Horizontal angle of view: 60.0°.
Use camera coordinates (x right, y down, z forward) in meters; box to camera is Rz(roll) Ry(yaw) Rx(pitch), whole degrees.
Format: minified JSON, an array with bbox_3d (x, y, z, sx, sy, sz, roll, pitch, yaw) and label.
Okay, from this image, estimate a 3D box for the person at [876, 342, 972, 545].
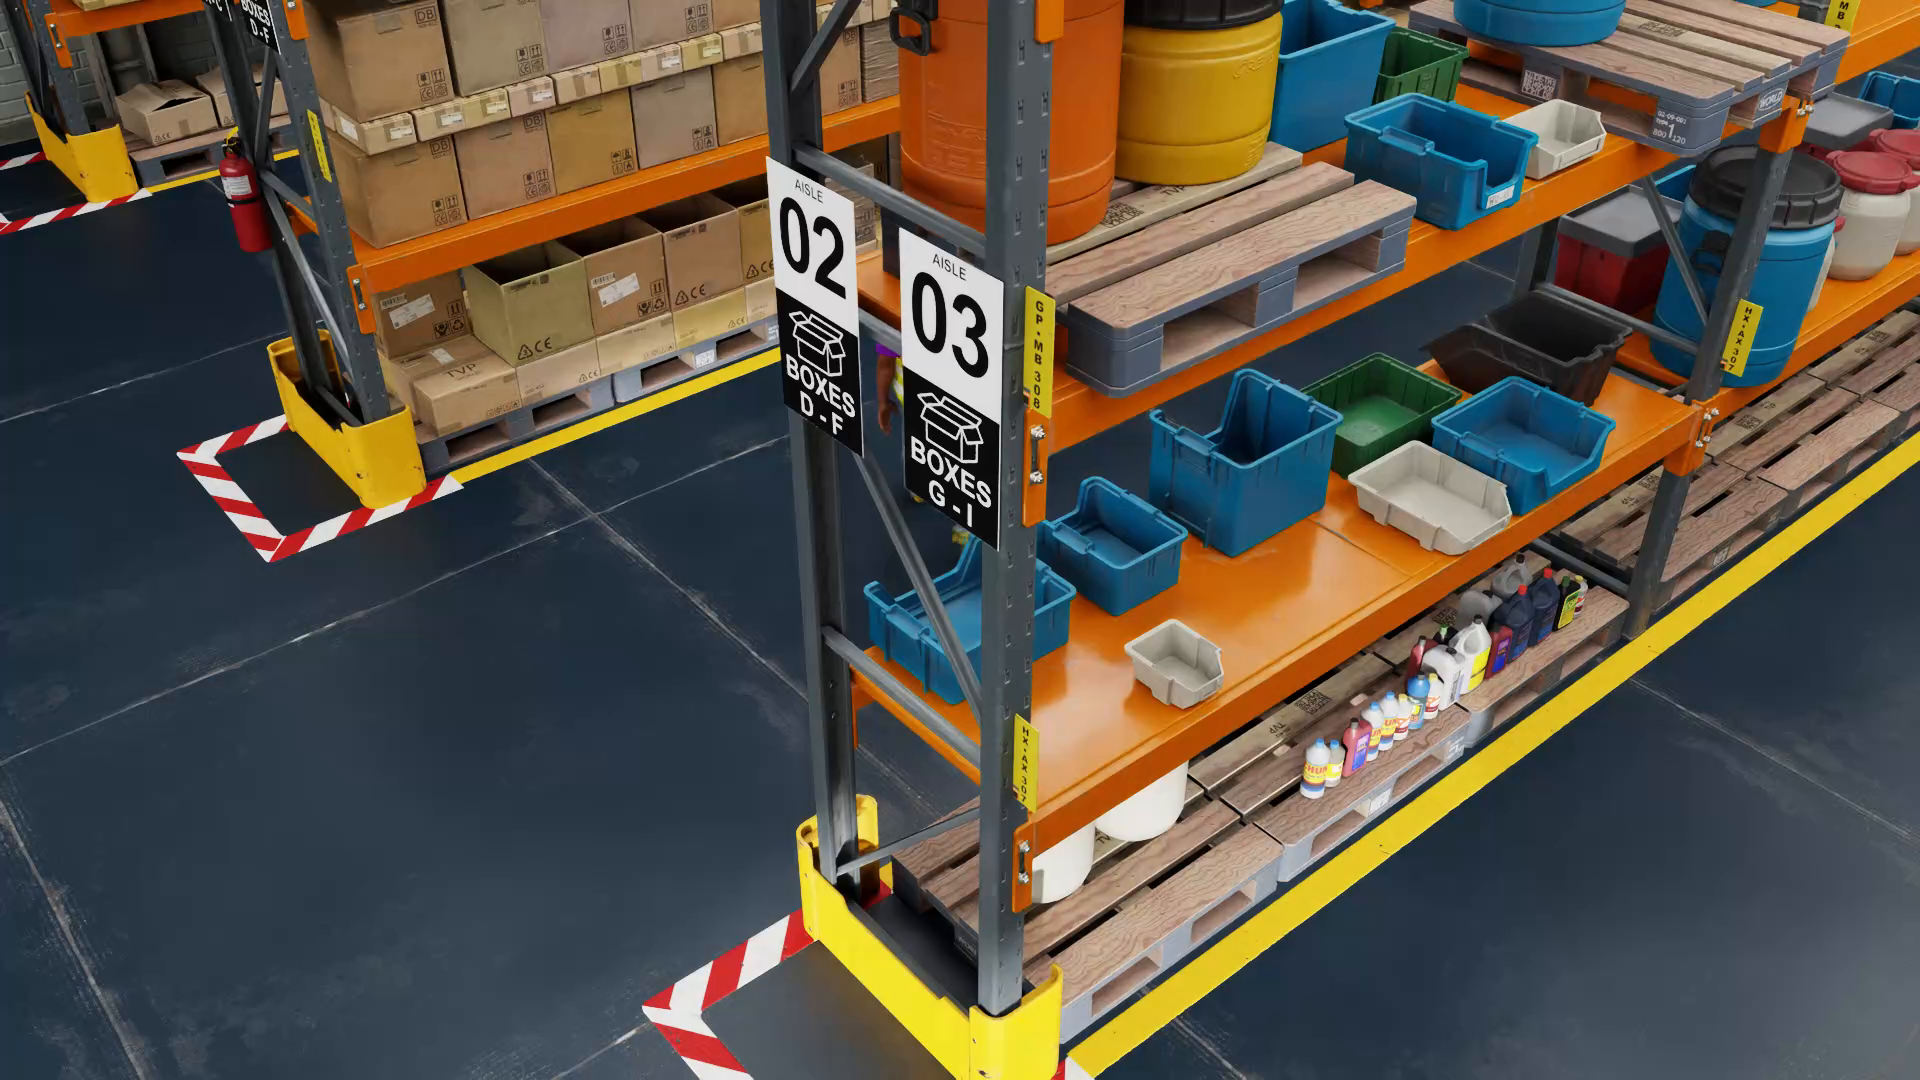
[{"bbox_3d":[-0.107,-0.781,8.185,0.589,1.721,0.959,0,36,0],"label":"person"}]
